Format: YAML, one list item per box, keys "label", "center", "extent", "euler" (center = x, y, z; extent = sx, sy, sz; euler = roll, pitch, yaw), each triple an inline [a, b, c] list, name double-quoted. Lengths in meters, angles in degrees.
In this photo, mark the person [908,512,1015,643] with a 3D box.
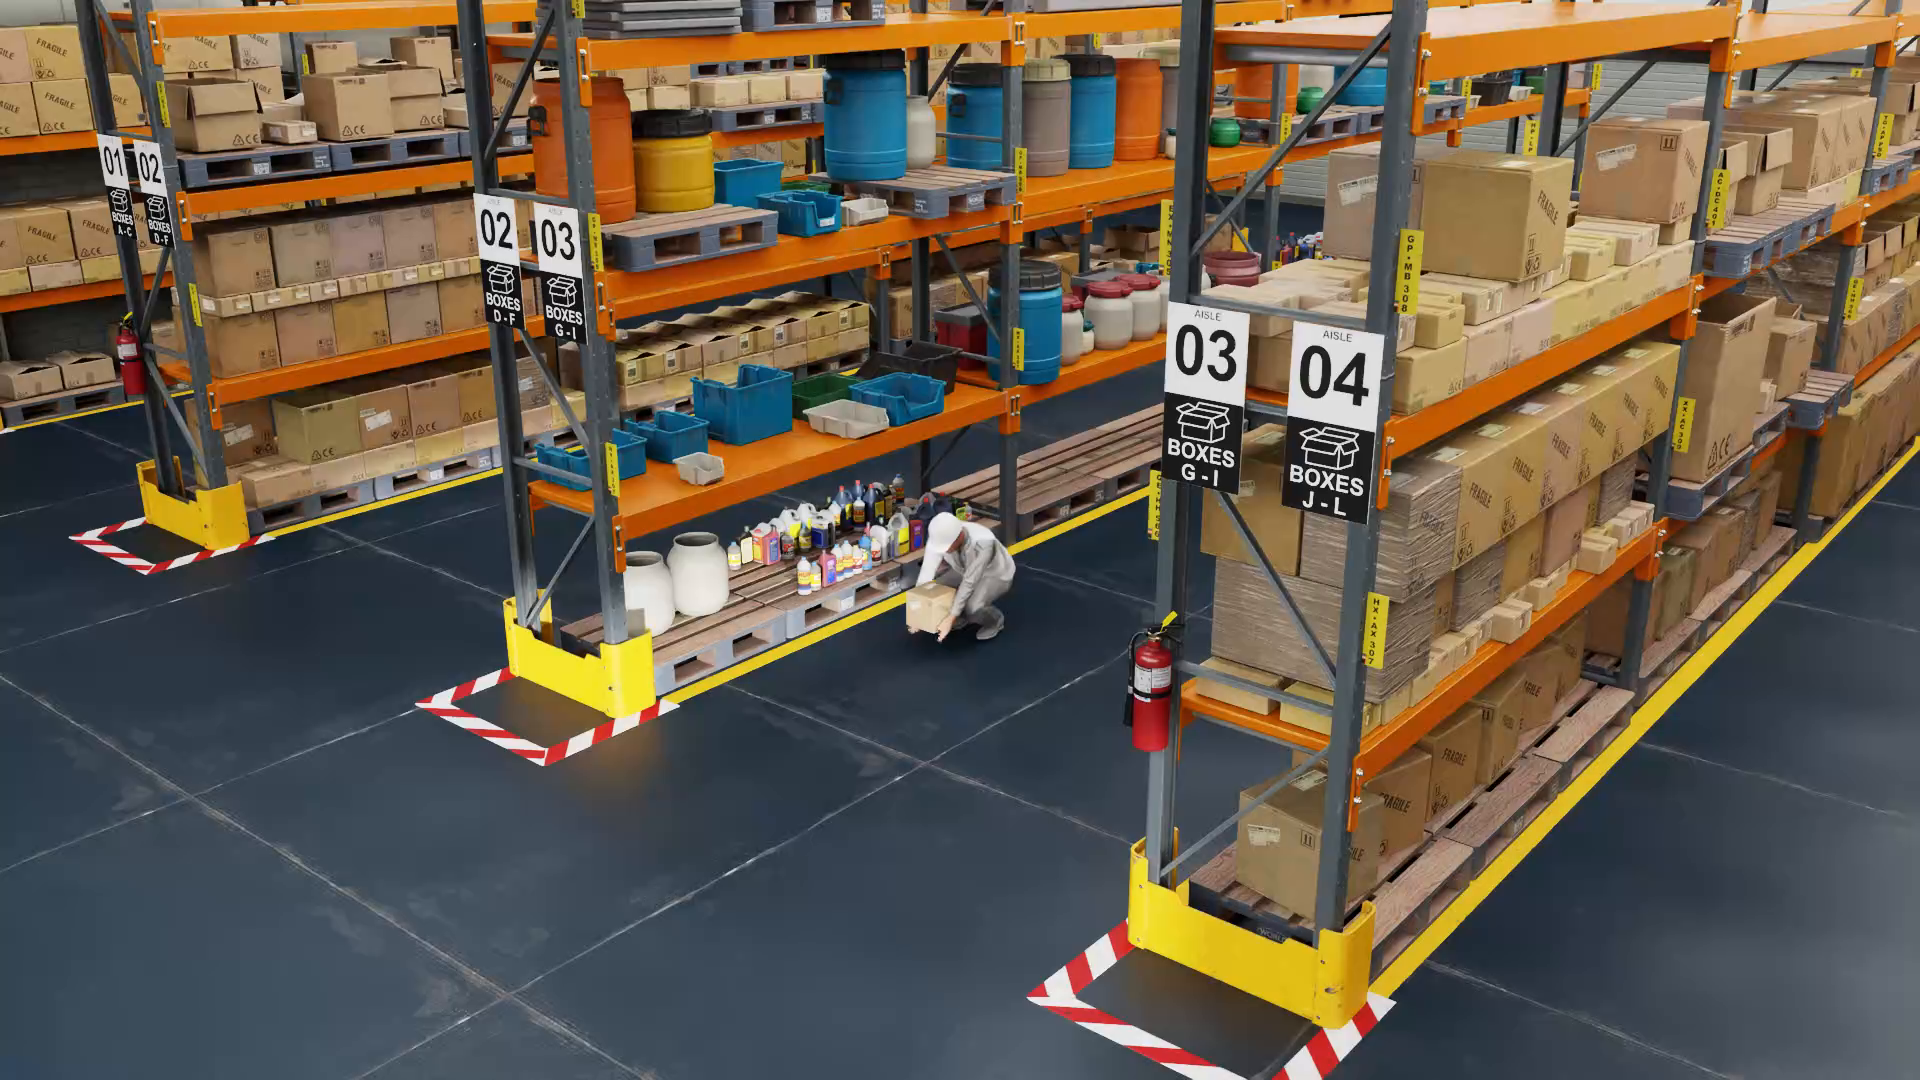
- label: "person"
  center: [0.024, 0.212, 11.592]
  extent: [0.526, 1.008, 0.879]
  euler: [15, 25, 36]
